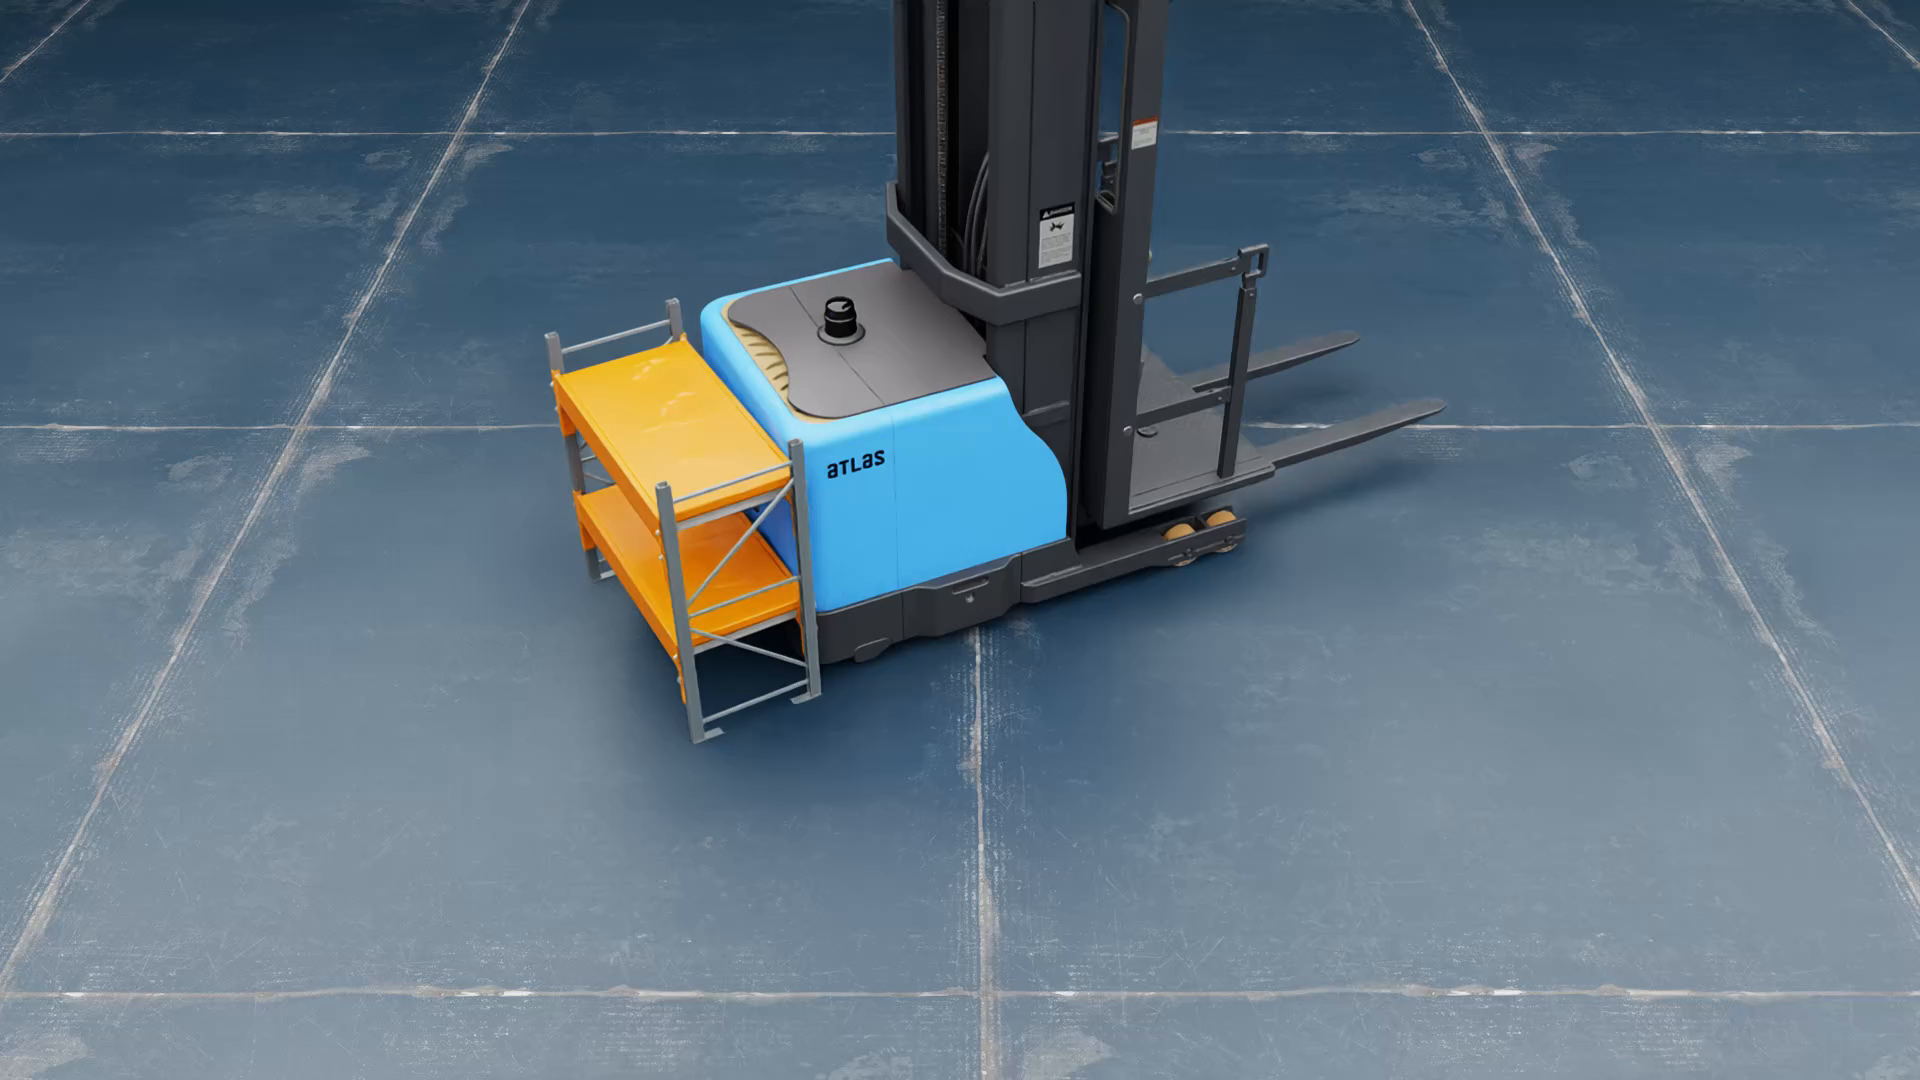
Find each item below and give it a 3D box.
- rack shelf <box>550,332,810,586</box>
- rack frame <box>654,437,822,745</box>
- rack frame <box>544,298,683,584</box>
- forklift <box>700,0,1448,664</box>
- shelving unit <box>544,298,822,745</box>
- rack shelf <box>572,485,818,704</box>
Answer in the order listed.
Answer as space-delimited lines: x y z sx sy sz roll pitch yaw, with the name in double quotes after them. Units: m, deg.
-0.984 -0.309 5.768 0.538 0.278 1.000 -20 43 -23 "rack shelf"
-0.727 0.194 5.608 0.500 1.125 0.032 -20 43 -23 "rack frame"
-1.240 -0.355 6.293 0.500 1.125 0.032 -20 43 -23 "rack frame"
0.582 -1.321 6.054 3.031 2.935 1.130 -17 42 -20 "forklift"
-0.984 -0.080 5.951 0.538 1.125 1.048 -20 43 -23 "shelving unit"
-0.984 0.111 6.104 0.538 0.278 1.000 -20 43 -23 "rack shelf"
